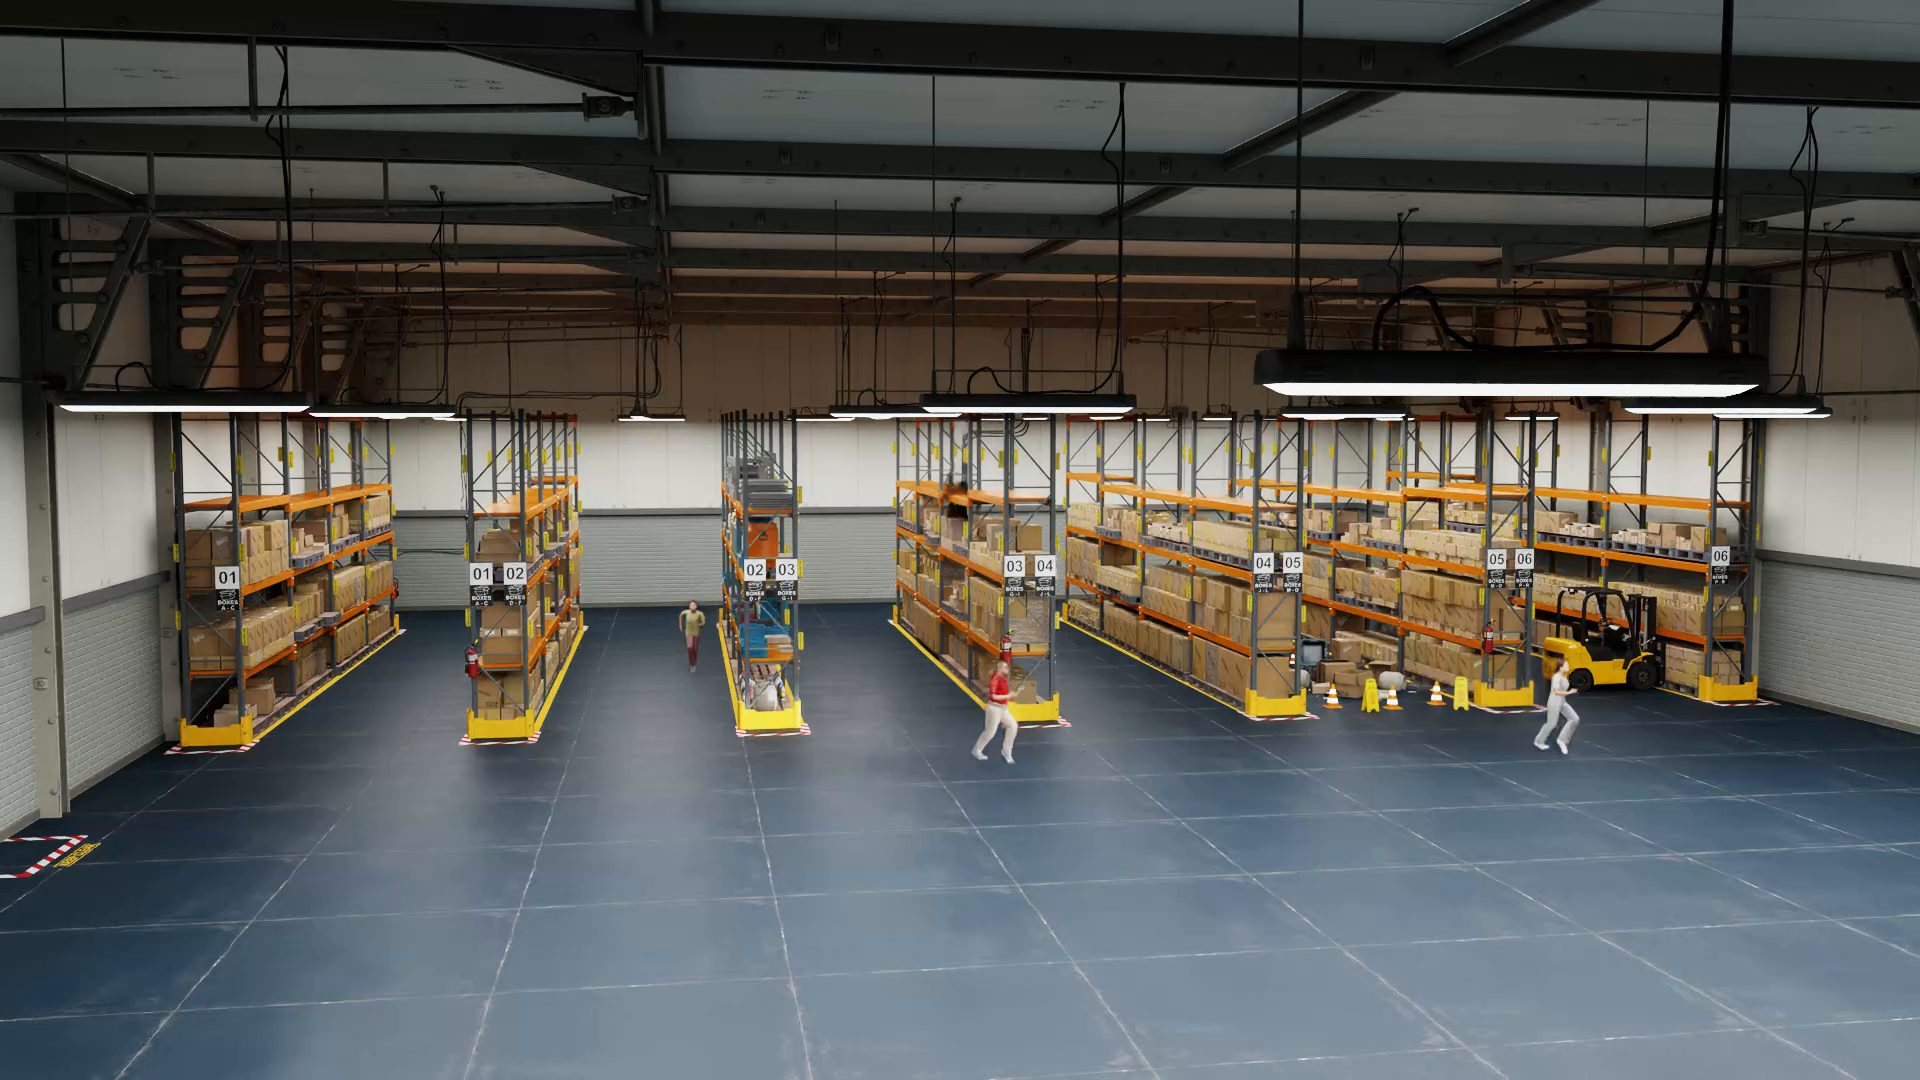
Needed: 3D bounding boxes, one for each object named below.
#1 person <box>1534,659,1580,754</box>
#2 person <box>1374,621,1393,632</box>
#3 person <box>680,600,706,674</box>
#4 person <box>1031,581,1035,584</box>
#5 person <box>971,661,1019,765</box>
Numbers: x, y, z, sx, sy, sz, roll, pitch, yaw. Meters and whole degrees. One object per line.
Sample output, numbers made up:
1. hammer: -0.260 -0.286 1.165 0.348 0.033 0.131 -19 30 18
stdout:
1. person: 10.367 2.874 28.872 0.801 1.660 0.589 4 5 42
2. person: 11.599 1.675 45.529 0.707 1.794 0.893 -2 5 -29
3. person: -6.165 2.219 38.383 0.599 1.692 0.817 -1 4 -9
4. person: 2.065 1.590 46.568 0.723 1.796 0.863 0 4 -5
5. person: 0.593 2.923 28.041 0.874 1.777 0.648 2 4 22
